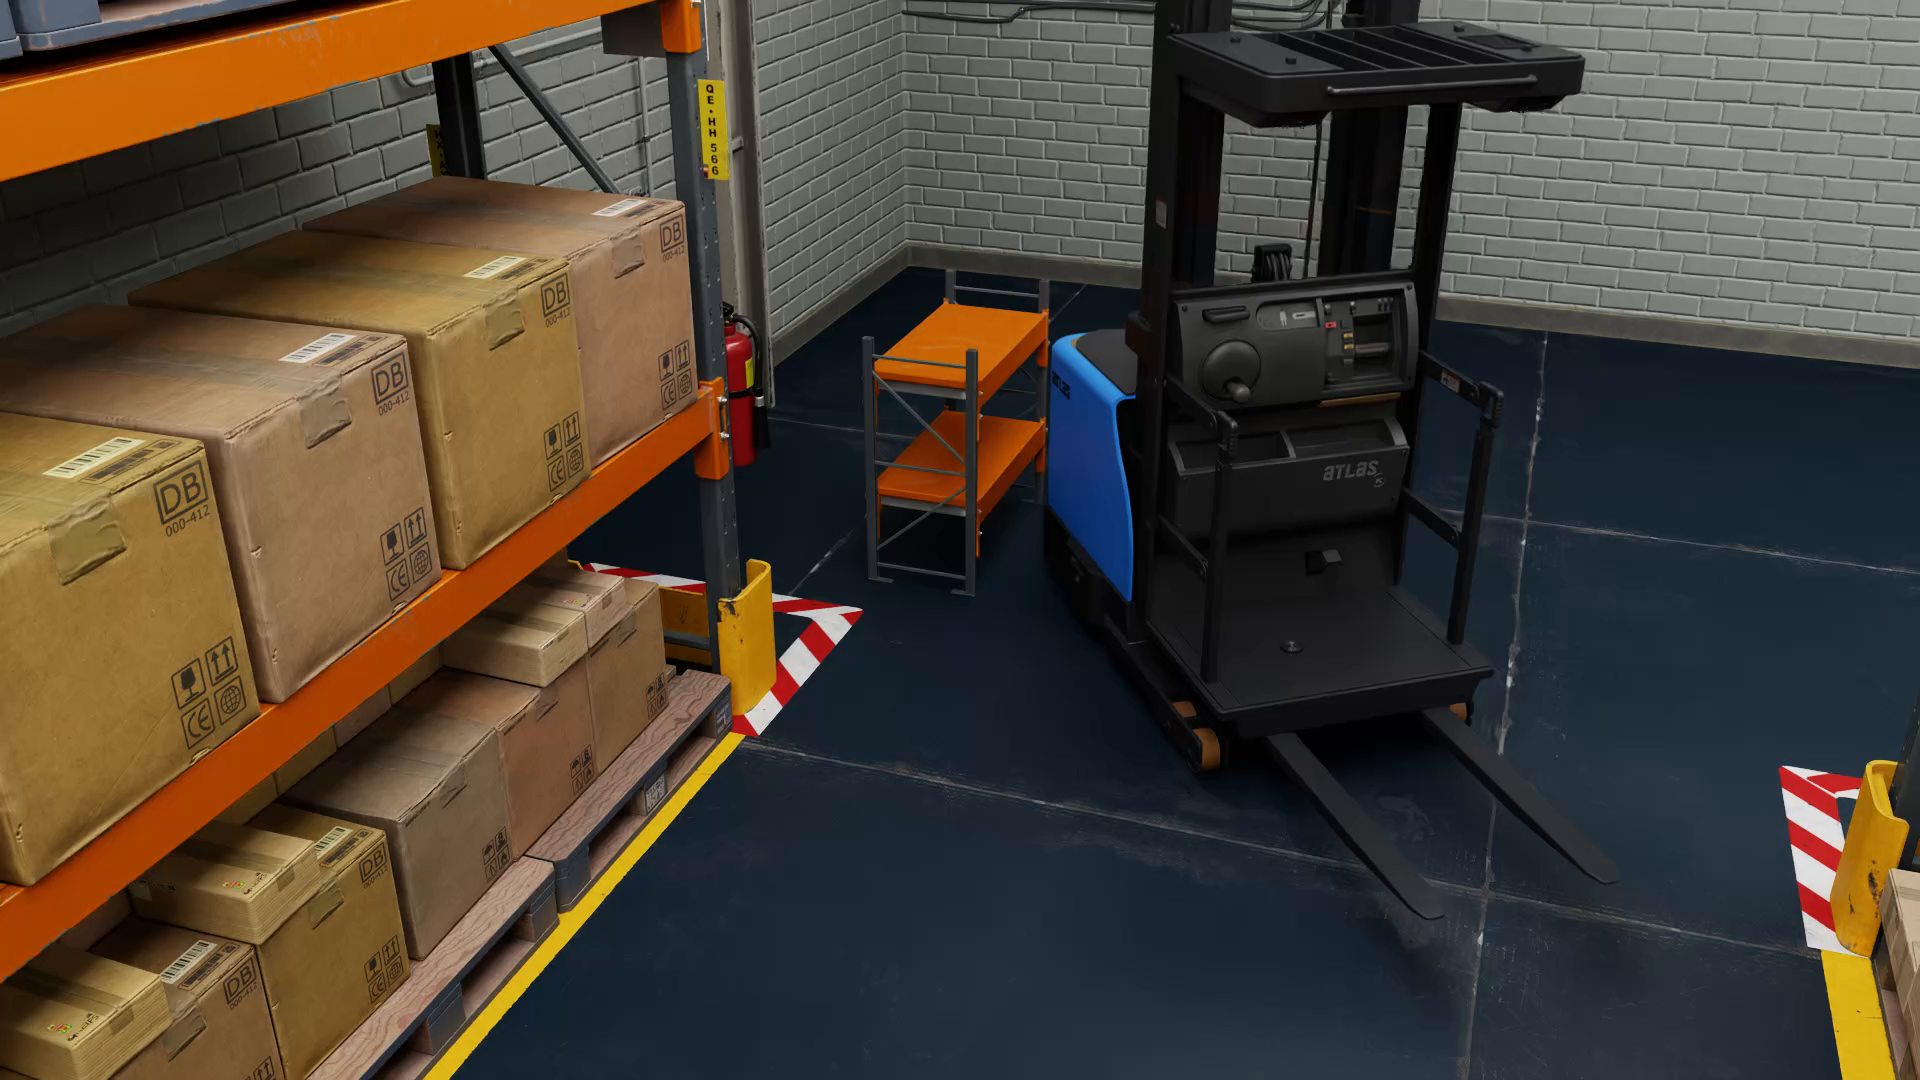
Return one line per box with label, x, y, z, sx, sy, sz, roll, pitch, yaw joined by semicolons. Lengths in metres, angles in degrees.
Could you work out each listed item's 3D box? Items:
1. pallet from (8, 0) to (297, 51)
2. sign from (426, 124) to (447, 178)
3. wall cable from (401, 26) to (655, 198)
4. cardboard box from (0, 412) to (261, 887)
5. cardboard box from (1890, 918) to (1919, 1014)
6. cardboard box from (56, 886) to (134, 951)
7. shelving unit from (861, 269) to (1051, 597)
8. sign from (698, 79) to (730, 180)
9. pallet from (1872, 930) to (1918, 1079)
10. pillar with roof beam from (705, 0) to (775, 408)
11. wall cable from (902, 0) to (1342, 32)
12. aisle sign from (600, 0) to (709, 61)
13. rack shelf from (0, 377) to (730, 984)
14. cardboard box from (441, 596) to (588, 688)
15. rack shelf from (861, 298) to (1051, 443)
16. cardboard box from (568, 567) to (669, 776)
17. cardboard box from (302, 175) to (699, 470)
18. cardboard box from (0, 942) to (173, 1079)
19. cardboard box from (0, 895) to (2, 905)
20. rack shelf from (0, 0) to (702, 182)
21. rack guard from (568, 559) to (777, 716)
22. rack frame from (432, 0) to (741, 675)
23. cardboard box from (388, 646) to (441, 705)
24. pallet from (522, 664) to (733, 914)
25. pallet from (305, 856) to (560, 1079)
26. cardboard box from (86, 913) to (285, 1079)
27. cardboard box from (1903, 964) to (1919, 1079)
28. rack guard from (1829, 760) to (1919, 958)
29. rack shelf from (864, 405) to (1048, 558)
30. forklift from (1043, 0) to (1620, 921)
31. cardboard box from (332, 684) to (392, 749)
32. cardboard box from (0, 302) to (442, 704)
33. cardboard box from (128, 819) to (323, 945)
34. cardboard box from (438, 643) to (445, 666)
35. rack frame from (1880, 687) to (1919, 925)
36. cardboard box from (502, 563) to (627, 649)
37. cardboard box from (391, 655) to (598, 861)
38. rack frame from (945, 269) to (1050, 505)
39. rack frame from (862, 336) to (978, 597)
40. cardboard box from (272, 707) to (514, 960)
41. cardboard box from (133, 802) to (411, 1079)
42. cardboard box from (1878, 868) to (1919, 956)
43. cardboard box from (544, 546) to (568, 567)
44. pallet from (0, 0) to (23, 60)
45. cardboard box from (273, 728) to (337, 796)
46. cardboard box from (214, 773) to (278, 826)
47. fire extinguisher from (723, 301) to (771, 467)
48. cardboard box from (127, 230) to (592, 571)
pallet;-1.967;-1.315;3.684;1.003;0.211;1.213;9;27;17
sign;-1.847;-1.323;5.955;0.100;0.325;0.005;9;27;17
wall cable;-1.792;-1.935;7.138;0.084;1.984;1.851;9;27;17
cardboard box;-2.213;0.175;3.603;0.980;0.700;0.700;8;27;16
cardboard box;2.800;1.205;4.566;0.380;0.166;0.250;9;27;17
cardboard box;-2.286;0.887;4.119;0.380;0.149;0.250;8;27;16
shelving unit;0.002;-0.509;7.511;0.538;1.125;1.048;9;27;17
sign;-0.819;-1.358;5.512;0.100;0.325;0.005;9;27;17
pallet;3.057;1.517;4.376;1.003;0.211;1.213;9;27;17
pillar with roof beam;2.817;-4.125;5.944;9.100;9.000;0.400;9;27;17
wall cable;0.893;-4.389;10.053;3.097;2.526;0.112;9;27;17
aisle sign;-1.019;-1.970;5.394;0.394;0.787;0.004;9;27;17
rack shelf;-1.991;0.331;4.449;1.077;0.370;4.000;9;27;17
cardboard box;-1.420;0.316;5.297;0.380;0.149;0.250;9;27;19
rack shelf;0.002;-0.772;7.383;0.538;0.278;1.000;9;27;17
cardboard box;-1.464;0.424;5.819;0.700;0.500;0.500;9;27;17
cardboard box;-1.486;-0.738;5.489;0.980;0.700;0.700;10;28;20
cardboard box;-2.025;1.067;3.747;0.380;0.149;0.250;10;27;19
cardboard box;-2.461;0.474;2.985;0.980;0.700;0.700;9;27;18
rack shelf;-1.991;-1.019;3.795;1.077;0.370;4.000;9;27;17
rack guard;-1.318;0.301;6.555;1.175;0.500;0.348;9;27;17
rack frame;-1.326;-0.814;5.990;1.000;3.000;0.127;9;27;17
cardboard box;-1.863;0.363;5.201;0.380;0.149;0.250;9;27;18
pallet;-1.518;0.781;5.895;1.003;0.211;1.213;9;27;17
pallet;-1.926;1.280;4.863;1.003;0.211;1.213;9;27;17
cardboard box;-2.141;1.267;4.077;0.700;0.500;0.500;8;27;17
cardboard box;2.732;1.330;4.212;0.500;0.250;0.500;9;27;17
rack guard;3.322;1.059;4.989;1.175;0.500;0.348;9;27;17
rack shelf;0.002;-0.289;7.617;0.538;0.278;1.000;9;27;17
forklift;1.277;-0.669;5.769;1.130;2.935;3.031;-7;27;-15
cardboard box;-1.947;0.467;4.985;0.380;0.149;0.250;9;27;18
cardboard box;-1.980;-0.126;4.223;0.980;0.700;0.700;7;27;15
cardboard box;-1.852;0.852;4.190;0.380;0.149;0.250;8;27;16
cardboard box;-1.779;0.260;5.413;0.380;0.149;0.250;9;27;18
rack frame;3.347;-0.097;4.509;1.000;3.000;0.127;9;27;17
cardboard box;-1.335;0.211;5.514;0.380;0.149;0.250;8;27;17
cardboard box;-1.631;0.630;5.394;0.700;0.500;0.500;9;27;17
rack frame;0.171;-0.718;7.942;0.500;1.125;0.032;9;27;17
rack frame;-0.167;-0.300;7.079;0.500;1.125;0.032;9;27;17
cardboard box;-1.798;0.836;4.967;0.700;0.500;0.500;8;27;16
cardboard box;-1.968;1.057;4.512;0.700;0.500;0.500;9;27;19
cardboard box;2.883;1.110;4.782;0.380;0.149;0.250;9;27;17
cardboard box;-1.611;0.052;5.844;0.380;0.149;0.250;9;27;18
pallet;-2.375;-0.815;2.652;1.003;0.211;1.213;9;27;17
cardboard box;-2.032;0.573;4.767;0.380;0.149;0.250;9;27;18
cardboard box;-2.116;0.677;4.552;0.380;0.149;0.250;8;27;17
fire extinguisher;-0.840;-0.607;6.078;0.296;0.674;0.183;9;27;17
cardboard box;-1.718;-0.438;4.868;0.980;0.700;0.700;9;27;17
